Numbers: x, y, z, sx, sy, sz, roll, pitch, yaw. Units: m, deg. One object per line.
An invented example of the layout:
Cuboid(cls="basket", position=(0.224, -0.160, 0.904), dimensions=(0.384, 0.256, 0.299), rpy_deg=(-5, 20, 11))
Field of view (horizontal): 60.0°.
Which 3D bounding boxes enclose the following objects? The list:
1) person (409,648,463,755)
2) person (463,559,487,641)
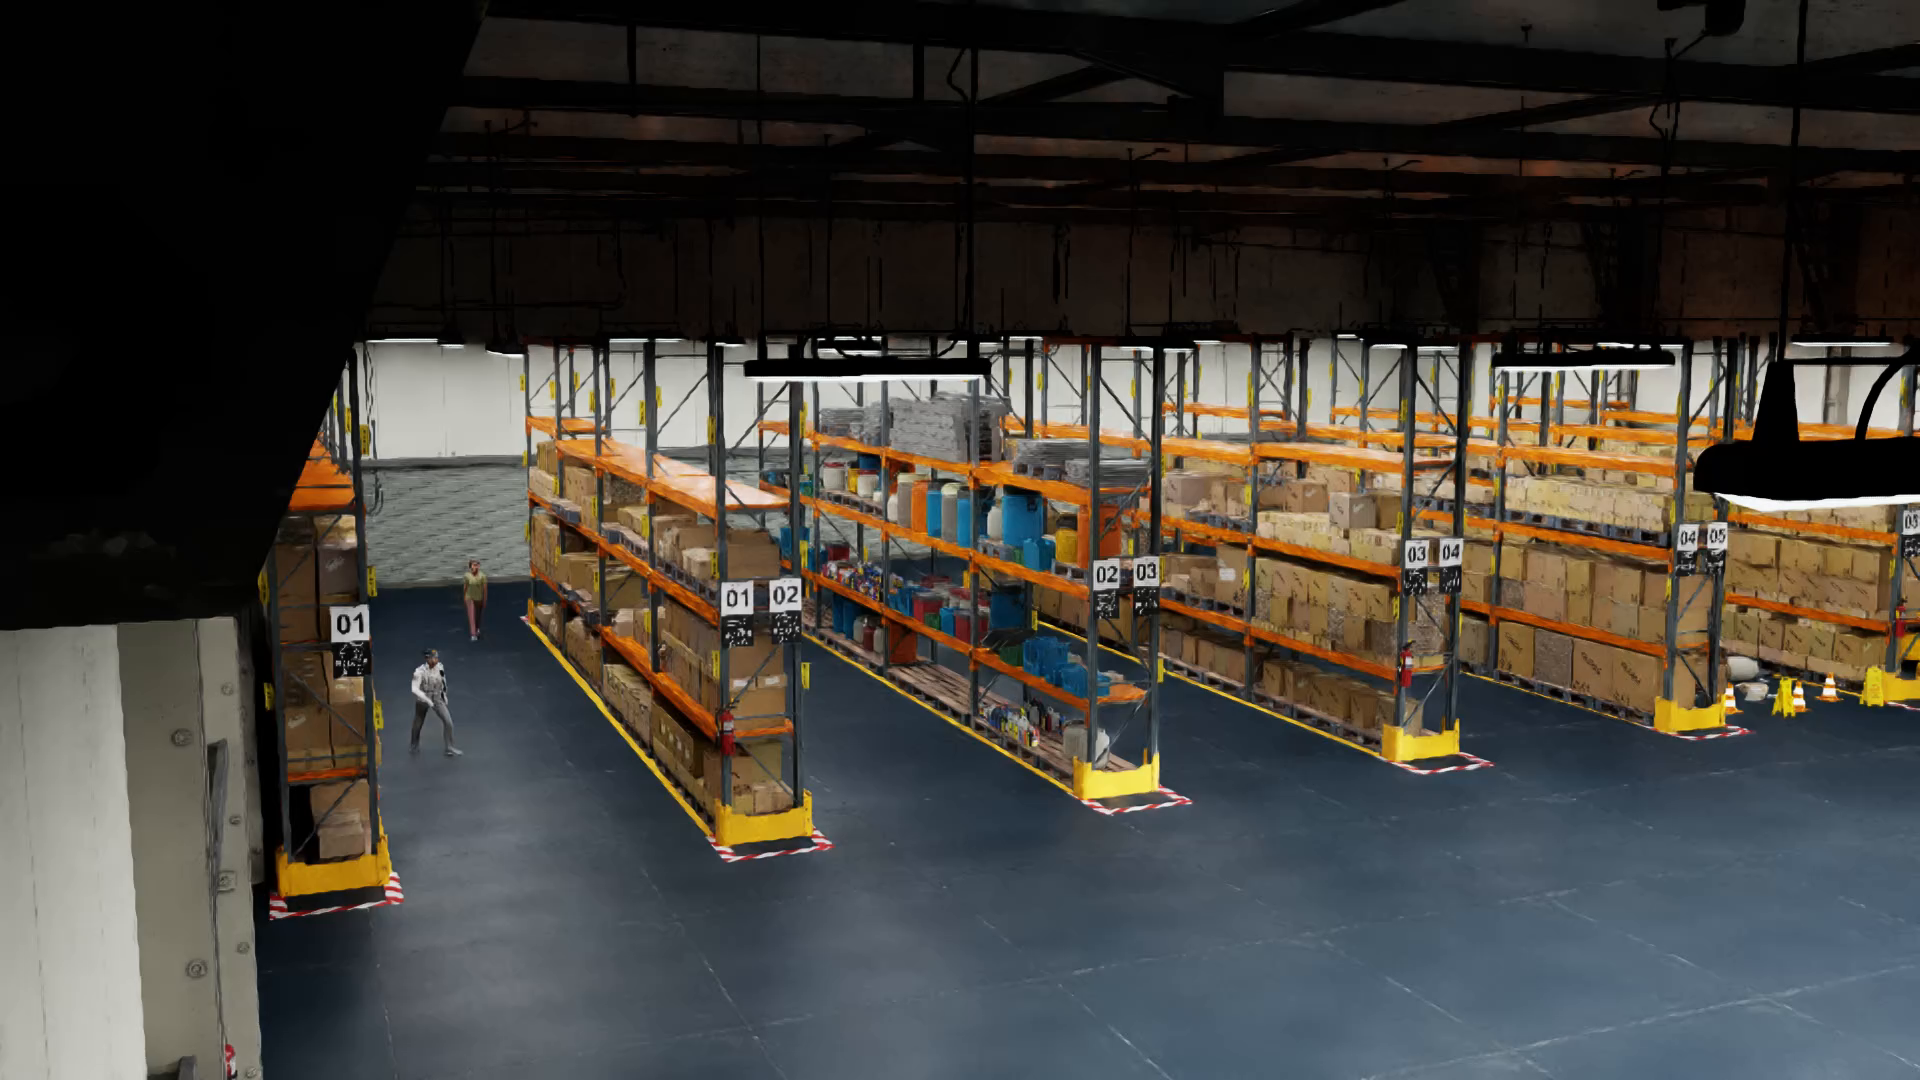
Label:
Cuboid(cls="person", position=(-7.687, 2.324, 24.137), dimensions=(0.638, 1.607, 0.814), rpy_deg=(-6, 10, -39))
Cuboid(cls="person", position=(-9.588, 1.159, 32.964), dimensions=(0.446, 1.572, 1.110), rpy_deg=(-3, 8, -24))
